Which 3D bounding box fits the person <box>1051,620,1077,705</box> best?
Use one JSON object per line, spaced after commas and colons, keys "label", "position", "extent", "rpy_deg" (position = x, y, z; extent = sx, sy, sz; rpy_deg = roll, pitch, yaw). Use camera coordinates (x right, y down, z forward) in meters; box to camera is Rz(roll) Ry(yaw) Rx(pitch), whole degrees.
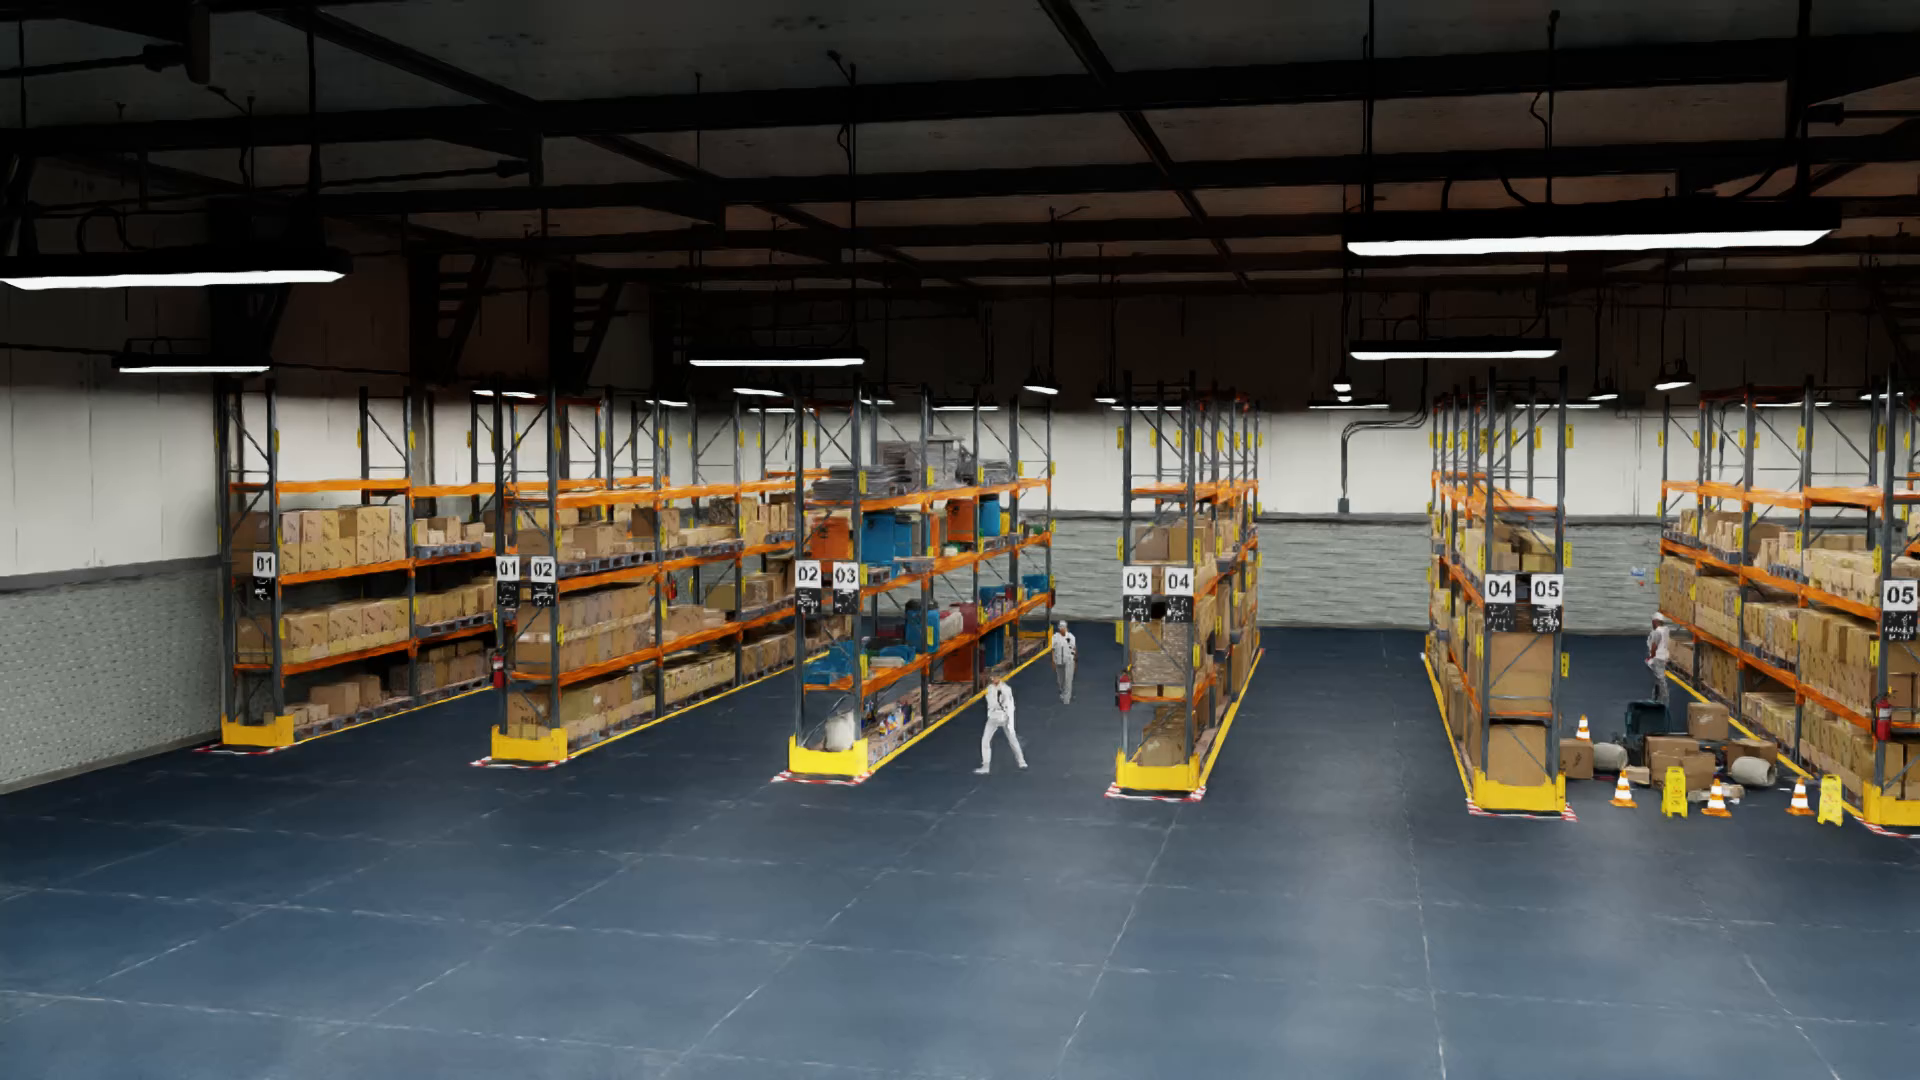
{"label": "person", "position": [1.968, 2.304, 31.606], "extent": [0.497, 1.578, 1.090], "rpy_deg": [1, 4, 16]}

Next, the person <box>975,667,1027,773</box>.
{"label": "person", "position": [0.633, 2.689, 25.050], "extent": [0.521, 1.609, 0.938], "rpy_deg": [2, 4, 34]}

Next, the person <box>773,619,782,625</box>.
{"label": "person", "position": [-5.085, 1.452, 44.701], "extent": [0.734, 1.742, 0.557], "rpy_deg": [-2, 4, -29]}

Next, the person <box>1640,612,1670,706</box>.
{"label": "person", "position": [13.042, 2.226, 31.164], "extent": [0.594, 1.782, 0.678], "rpy_deg": [2, 4, 35]}
